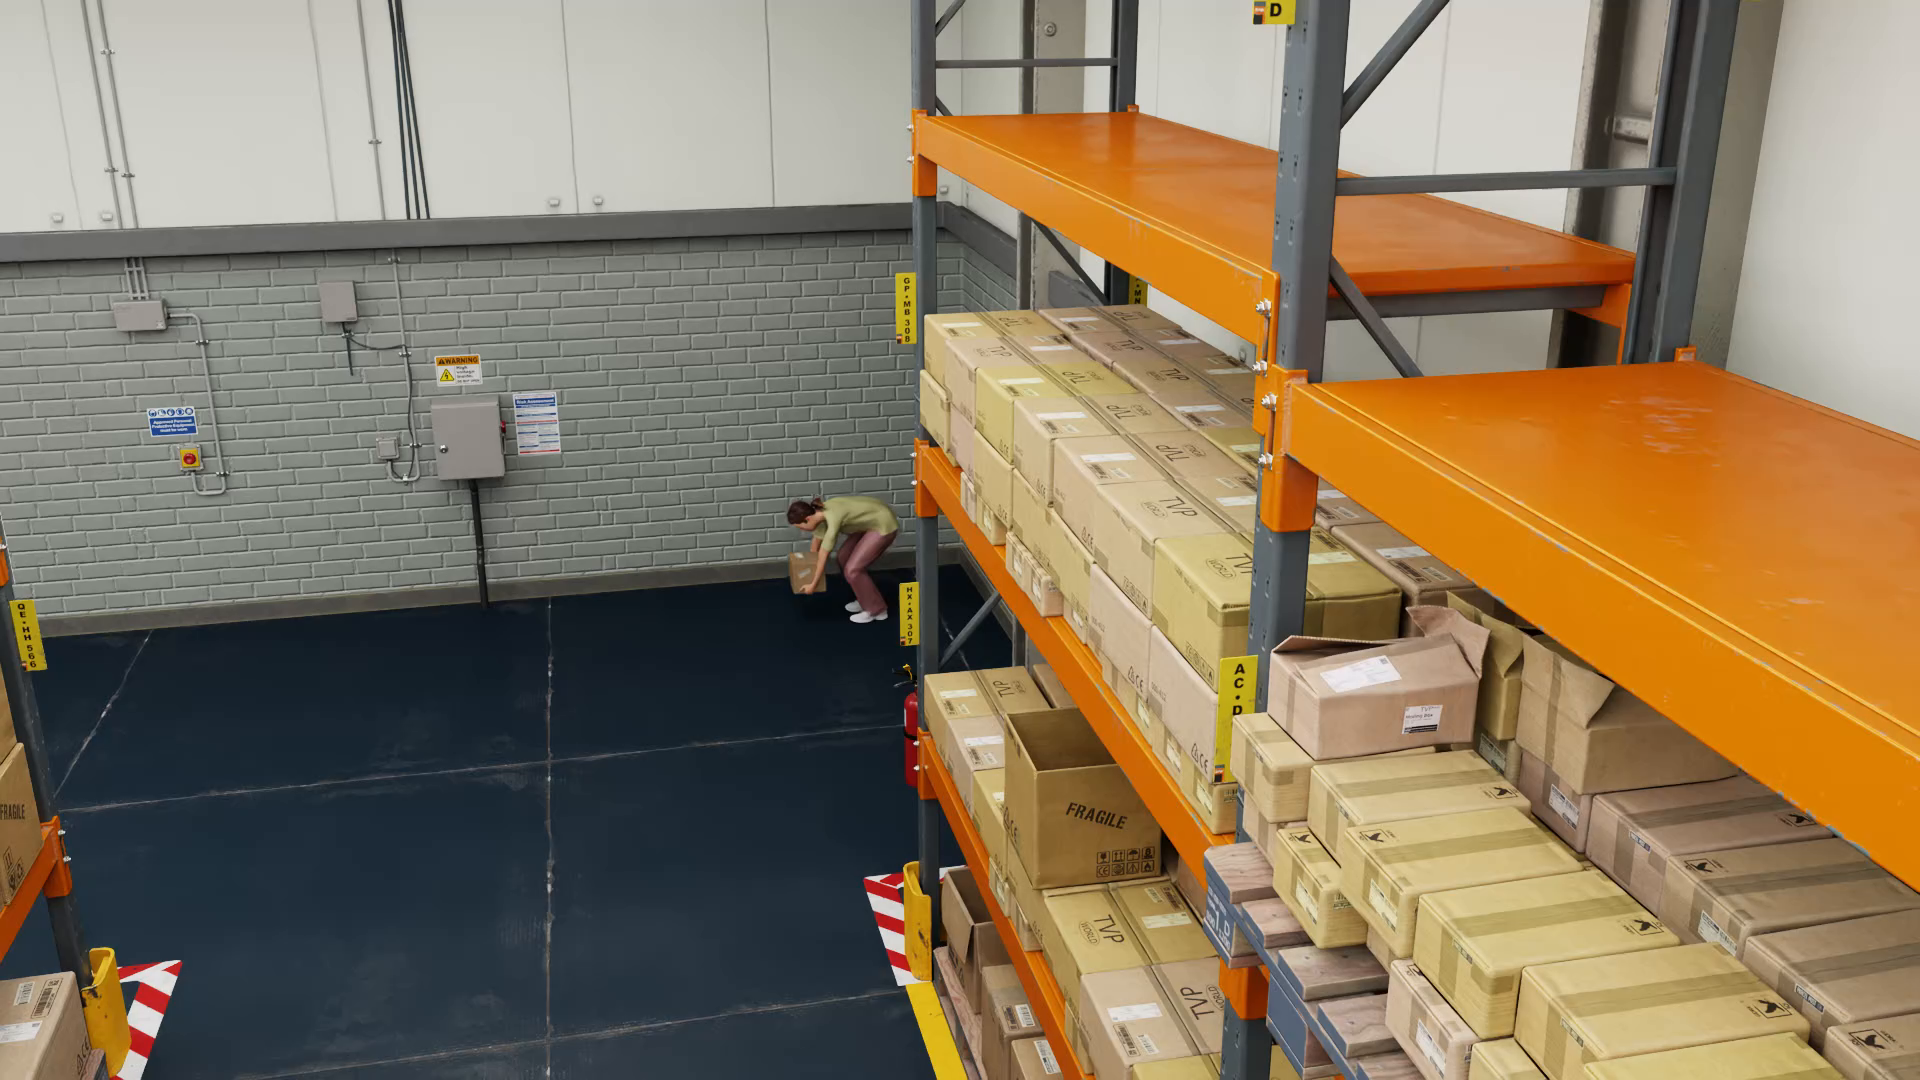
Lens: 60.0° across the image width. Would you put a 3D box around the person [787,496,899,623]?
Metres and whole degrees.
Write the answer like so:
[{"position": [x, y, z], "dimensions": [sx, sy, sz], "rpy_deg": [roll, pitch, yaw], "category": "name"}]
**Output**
[{"position": [-0.907, 0.133, 12.959], "dimensions": [0.868, 1.017, 0.466], "rpy_deg": [-6, 20, -15], "category": "person"}]
